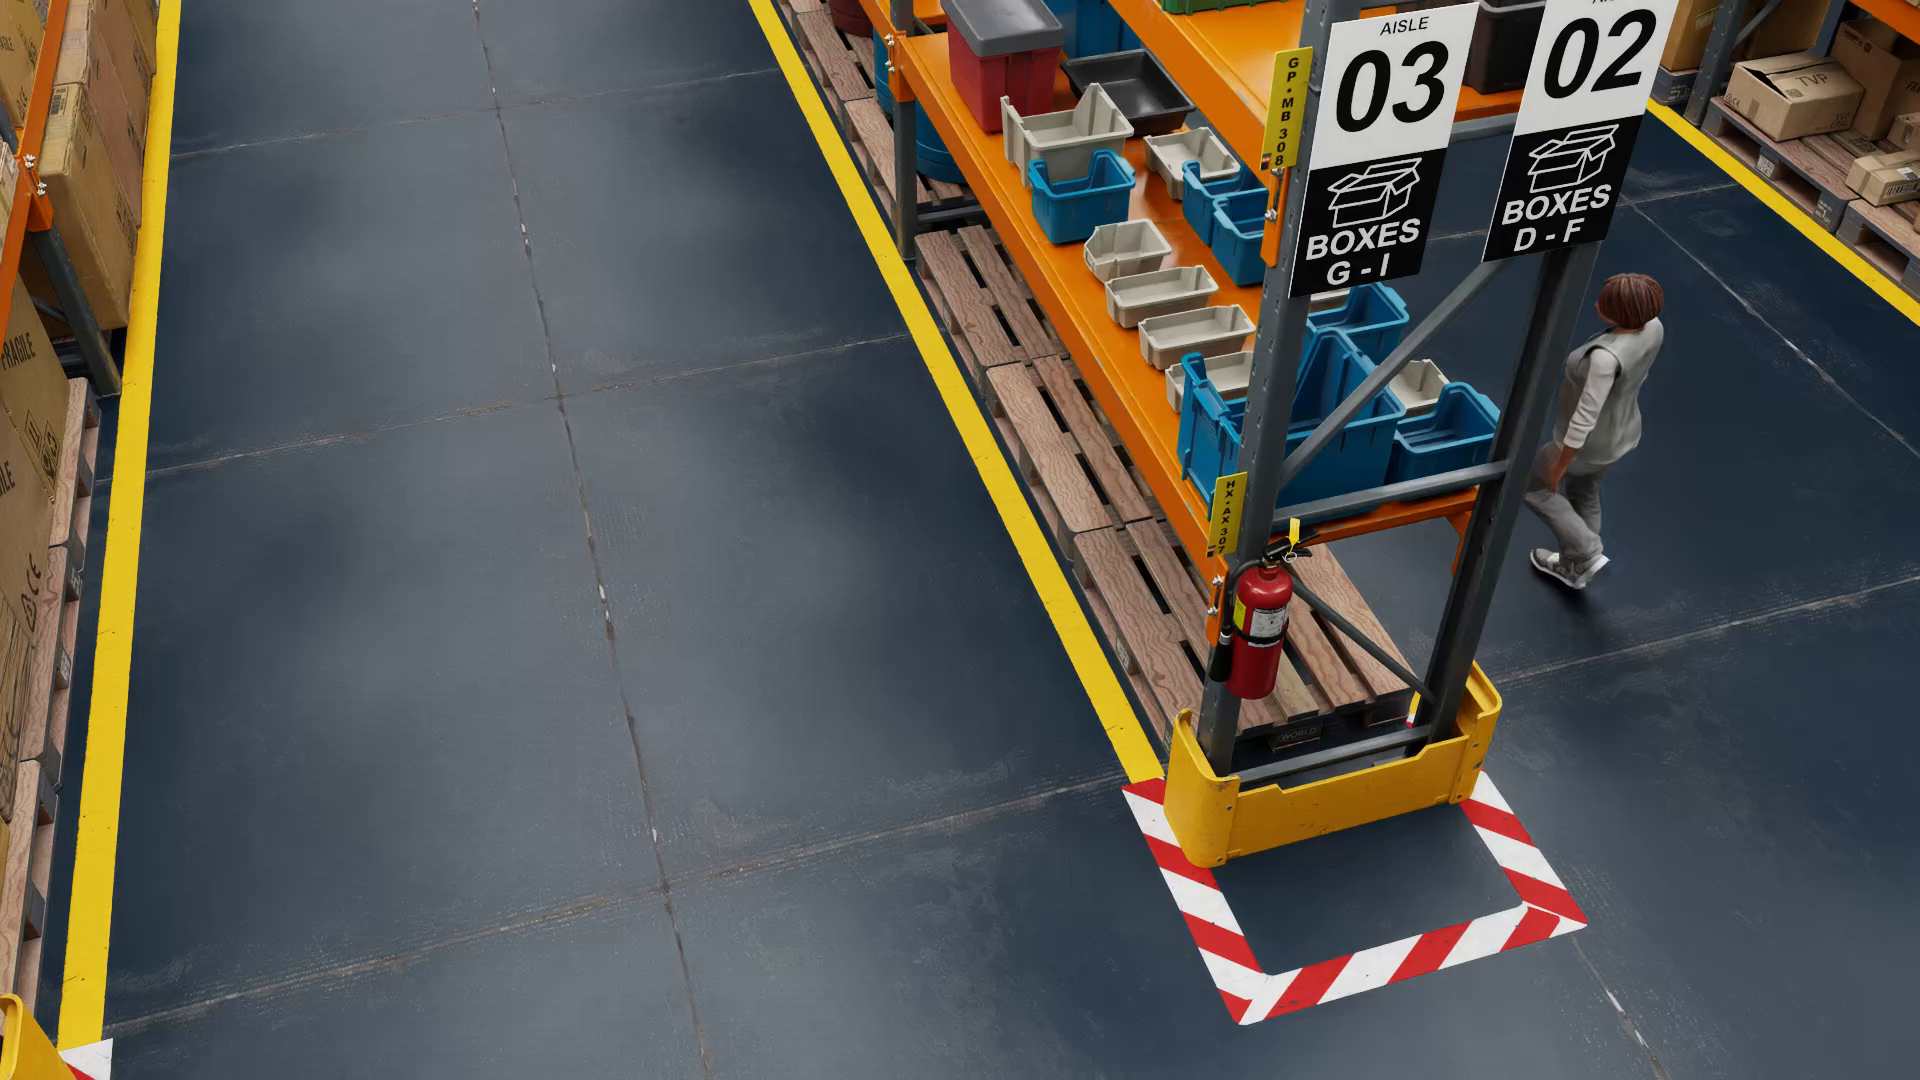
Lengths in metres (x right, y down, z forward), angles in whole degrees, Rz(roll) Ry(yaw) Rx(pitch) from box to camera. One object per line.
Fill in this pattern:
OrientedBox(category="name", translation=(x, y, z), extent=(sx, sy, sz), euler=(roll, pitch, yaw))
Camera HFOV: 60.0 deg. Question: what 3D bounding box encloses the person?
OrientedBox(category="person", translation=(2.489, -0.393, 6.562), extent=(0.483, 1.581, 0.426), euler=(-28, 50, -27))
